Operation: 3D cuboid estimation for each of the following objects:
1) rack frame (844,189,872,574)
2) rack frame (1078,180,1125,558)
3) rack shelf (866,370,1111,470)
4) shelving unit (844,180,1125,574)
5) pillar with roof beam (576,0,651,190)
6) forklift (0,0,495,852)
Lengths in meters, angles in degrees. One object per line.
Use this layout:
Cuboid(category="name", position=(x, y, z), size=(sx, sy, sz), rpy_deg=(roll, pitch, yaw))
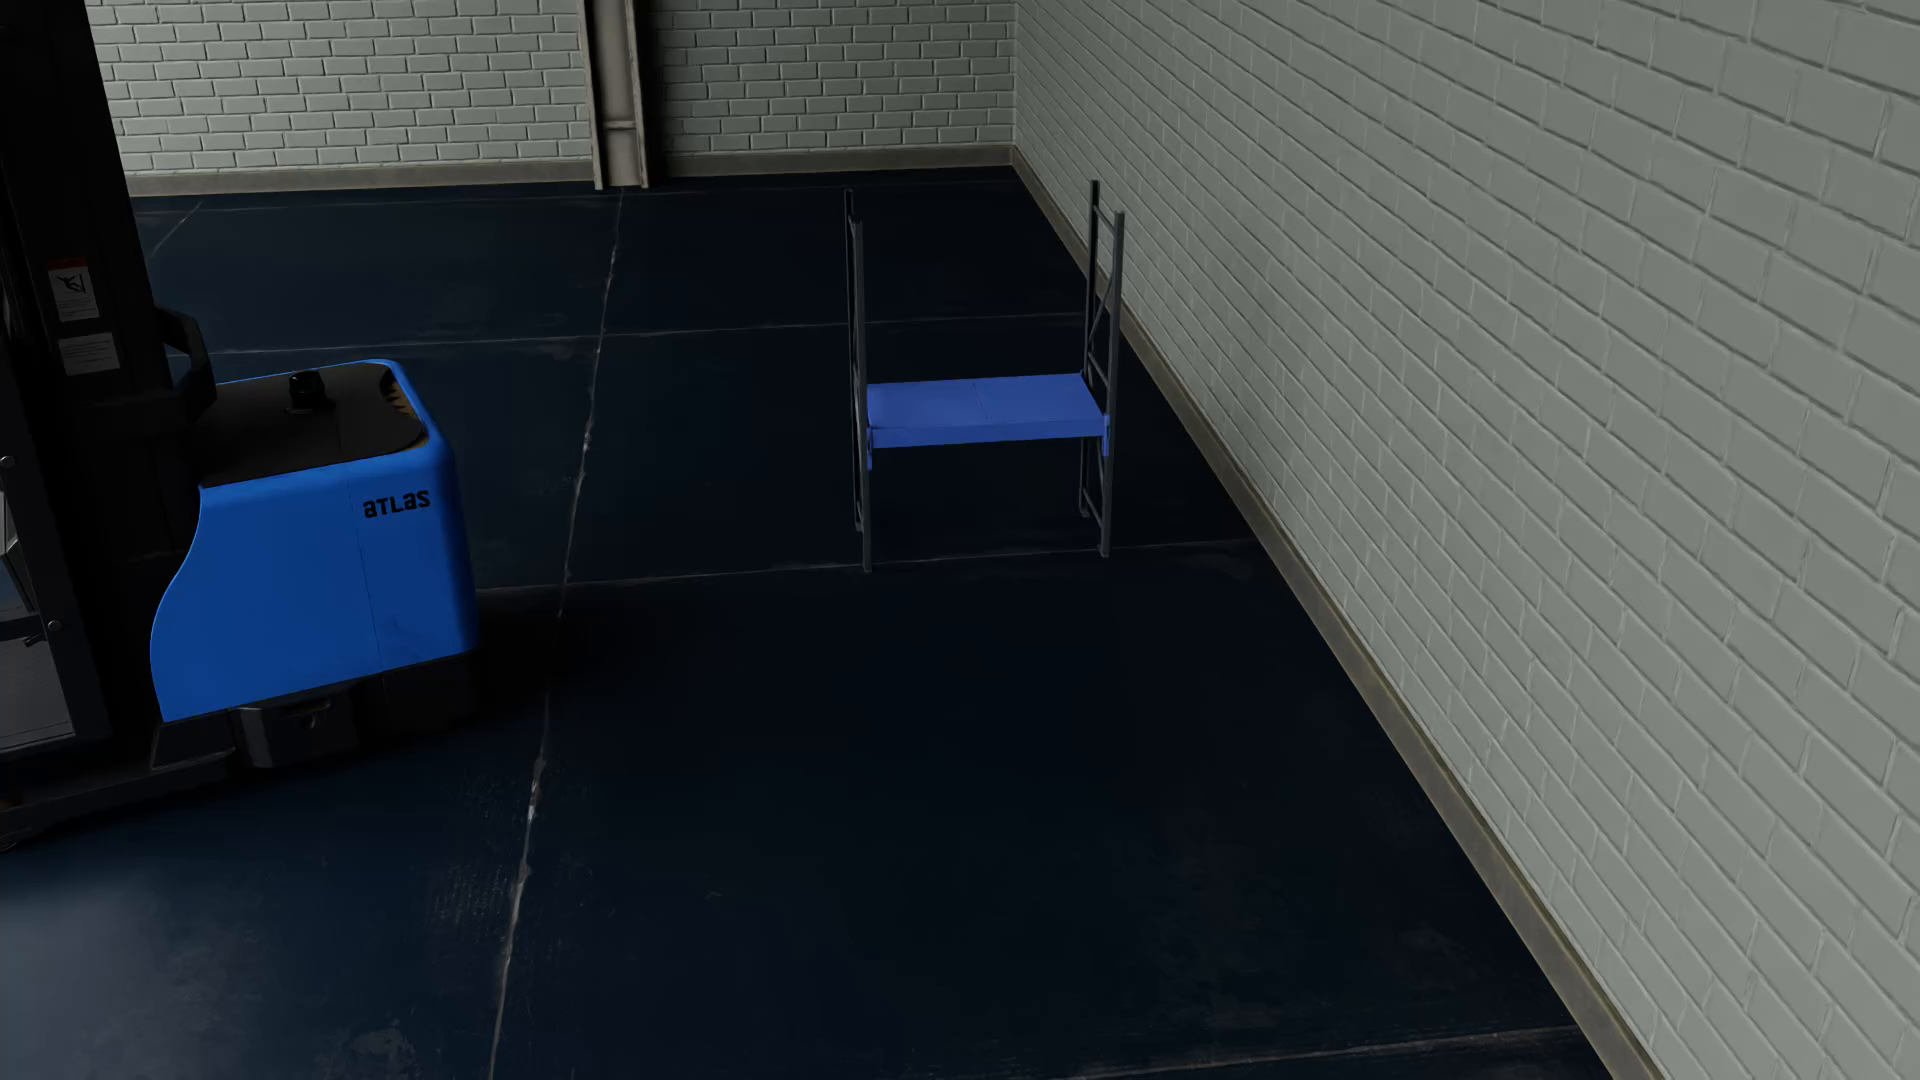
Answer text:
Cuboid(category="rack frame", position=(-0.419, -0.640, 6.855), size=(0.032, 1.500, 0.500), rpy_deg=(-4, 27, -7))
Cuboid(category="rack frame", position=(0.588, -0.705, 6.981), size=(0.032, 1.500, 0.500), rpy_deg=(-4, 27, -7))
Cuboid(category="rack shelf", position=(0.084, -0.513, 7.000), size=(1.000, 0.185, 0.538), rpy_deg=(-4, 27, -7))
Cuboid(category="shelving unit", position=(0.084, -0.673, 6.918), size=(1.048, 1.500, 0.538), rpy_deg=(-4, 27, -7))
Cuboid(category="pillar with roof beam", position=(-1.922, -4.730, 6.610), size=(0.400, 9.000, 9.100), rpy_deg=(-4, 27, -7))
Cuboid(category="forklift", position=(-3.226, -0.543, 5.099), size=(3.031, 2.935, 1.130), rpy_deg=(-13, 30, -24))
